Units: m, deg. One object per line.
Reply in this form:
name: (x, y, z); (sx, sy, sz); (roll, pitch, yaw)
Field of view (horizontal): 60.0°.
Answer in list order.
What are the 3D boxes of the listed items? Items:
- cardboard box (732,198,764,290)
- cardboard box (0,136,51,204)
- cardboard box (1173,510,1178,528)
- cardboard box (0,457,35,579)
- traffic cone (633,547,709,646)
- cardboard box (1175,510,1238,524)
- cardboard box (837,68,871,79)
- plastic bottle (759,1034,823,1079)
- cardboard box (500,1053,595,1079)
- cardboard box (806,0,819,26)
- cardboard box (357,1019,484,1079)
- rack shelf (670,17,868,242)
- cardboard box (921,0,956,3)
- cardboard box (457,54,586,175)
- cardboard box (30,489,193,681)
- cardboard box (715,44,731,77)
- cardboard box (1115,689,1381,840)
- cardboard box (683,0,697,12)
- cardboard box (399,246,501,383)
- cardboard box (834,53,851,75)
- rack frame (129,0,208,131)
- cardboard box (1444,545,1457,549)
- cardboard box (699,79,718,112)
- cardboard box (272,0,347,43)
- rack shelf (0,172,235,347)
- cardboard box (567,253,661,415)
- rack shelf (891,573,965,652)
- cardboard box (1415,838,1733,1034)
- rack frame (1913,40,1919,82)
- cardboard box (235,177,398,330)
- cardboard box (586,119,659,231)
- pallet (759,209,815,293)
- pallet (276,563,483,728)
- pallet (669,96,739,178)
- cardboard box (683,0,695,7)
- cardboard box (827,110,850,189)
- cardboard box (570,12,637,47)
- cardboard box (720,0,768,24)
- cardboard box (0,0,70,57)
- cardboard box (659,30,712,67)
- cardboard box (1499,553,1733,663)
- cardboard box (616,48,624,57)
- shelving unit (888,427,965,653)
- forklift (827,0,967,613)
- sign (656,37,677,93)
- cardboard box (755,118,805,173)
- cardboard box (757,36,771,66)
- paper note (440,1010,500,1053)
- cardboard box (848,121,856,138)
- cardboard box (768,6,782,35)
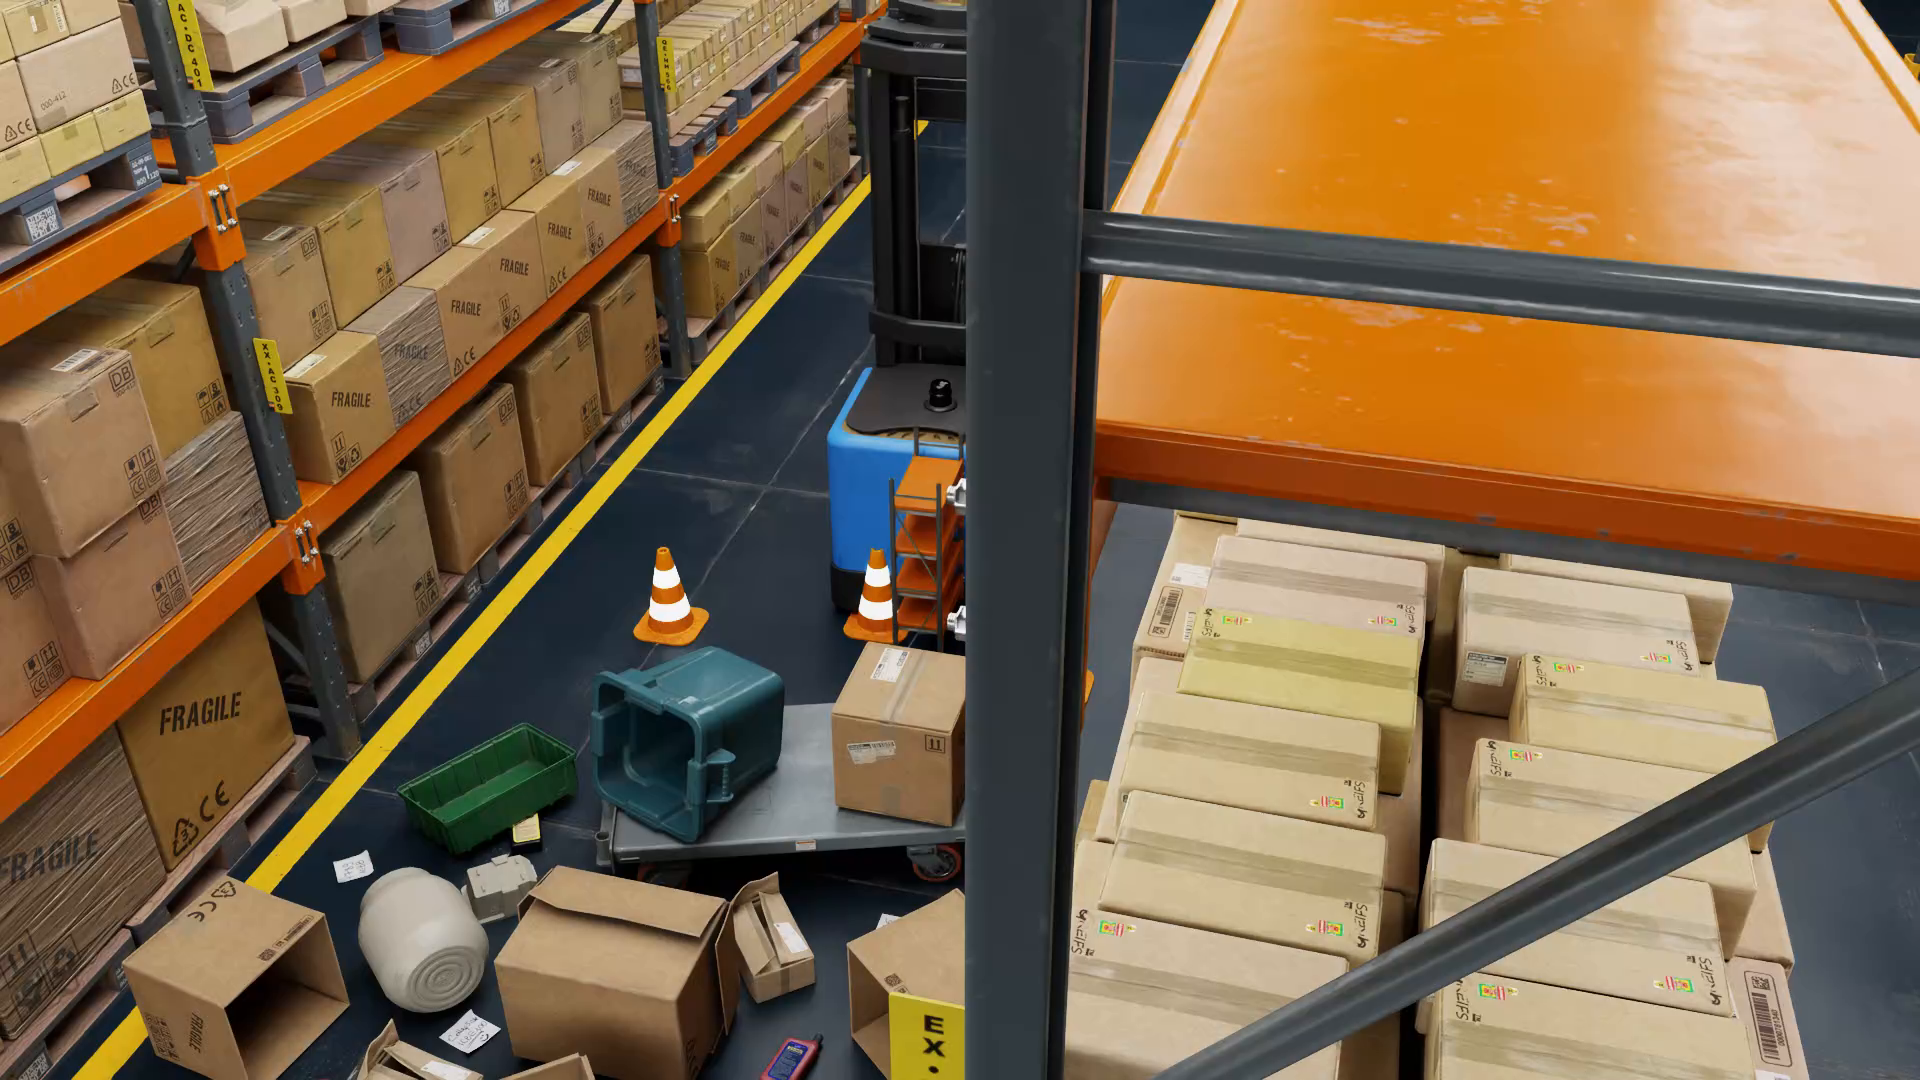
cardboard box: (-1.730, -2.124, 11.803); (0.500, 0.500, 0.500); (8, 33, 13)
cardboard box: (-3.207, -1.214, 5.387); (0.380, 0.149, 0.250); (9, 33, 13)
cardboard box: (0.754, -0.058, 3.682); (0.500, 0.250, 0.500); (8, 33, 13)
cardboard box: (-3.720, -0.102, 5.538); (0.875, 0.550, 0.550); (8, 33, 12)
traffic cone: (-1.495, 0.248, 8.498); (0.336, 0.463, 0.334); (8, 33, 12)
cardboard box: (0.660, -0.147, 3.451); (0.380, 0.149, 0.250); (9, 33, 14)
cardboard box: (-0.851, -3.994, 14.518); (0.380, 0.149, 0.250); (10, 34, 15)
plastic bottle: (-0.624, 1.944, 6.205); (0.133, 0.061, 0.283); (14, 35, 21)
cardboard box: (-1.500, 2.162, 5.449); (0.797, 0.503, 0.637); (-14, 35, -21)
cardboard box: (-1.305, -4.058, 12.750); (0.380, 0.149, 0.250); (8, 33, 12)
cardboard box: (-1.951, 1.964, 5.982); (0.396, 0.266, 0.258); (14, 35, 21)
rack shelf: (-1.773, -3.142, 12.137); (1.077, 0.370, 4.000); (8, 33, 12)
cardboard box: (-0.259, -5.353, 16.655); (0.380, 0.149, 0.250); (9, 33, 13)
cardboard box: (-2.531, -2.378, 9.239); (0.700, 0.500, 0.500); (8, 33, 12)
cardboard box: (-3.496, 0.086, 6.249); (0.875, 0.550, 0.550); (8, 33, 12)
cardboard box: (-1.769, -3.239, 11.184); (0.380, 0.149, 0.250); (8, 33, 13)
cardboard box: (0.453, 0.389, 2.606); (0.380, 0.149, 0.250); (8, 33, 12)
cardboard box: (-2.139, -3.857, 12.157); (0.380, 0.149, 0.250); (7, 33, 12)
cardboard box: (-2.645, -1.132, 8.211); (0.500, 0.500, 0.500); (8, 33, 12)
cardboard box: (-1.203, -4.321, 15.032); (0.380, 0.149, 0.250); (9, 34, 14)
rack frame: (-3.296, -2.864, 5.437); (1.000, 3.000, 0.127); (8, 33, 12)
cardboard box: (1.281, 0.018, 3.563); (0.500, 0.250, 0.500); (9, 33, 13)
cardboard box: (-1.836, -2.963, 11.028); (0.380, 0.149, 0.250); (10, 34, 15)
cardboard box: (-2.793, -2.216, 6.963); (0.250, 0.149, 0.380); (8, 33, 12)
rack shelf: (-3.803, -0.257, 4.802); (1.077, 0.370, 4.000); (8, 33, 12)
cardboard box: (-2.522, -1.332, 10.325); (1.050, 0.750, 0.750); (8, 33, 12)
rack shelf: (-0.153, 0.339, 8.164); (0.258, 0.148, 0.480); (7, 33, 10)
cardboard box: (0.839, 0.579, 2.308); (0.380, 0.149, 0.250); (8, 33, 12)
rack frame: (9.365, -5.264, 14.804); (1.000, 3.000, 0.127); (8, 33, 12)
cardboard box: (-3.047, -1.322, 7.578); (0.700, 0.500, 0.500); (7, 33, 12)
cardboard box: (-2.135, -2.180, 9.860); (0.500, 0.500, 0.500); (8, 33, 12)
pallet: (-1.769, -2.268, 12.690); (1.003, 0.211, 1.213); (8, 33, 12)
pallet: (-3.173, 0.434, 8.441); (1.003, 0.211, 1.213); (8, 33, 12)
pallet: (-2.203, -2.711, 10.968); (1.213, 0.211, 1.003); (8, 33, 12)
cardboard box: (-2.138, -3.993, 12.093); (0.380, 0.149, 0.250); (9, 34, 14)
cardboard box: (-1.210, -3.188, 13.477); (0.500, 0.500, 0.500); (7, 33, 11)
cardboard box: (-2.403, -3.452, 11.242); (0.380, 0.149, 0.250); (9, 34, 14)
cardboard box: (-1.577, -3.755, 11.718); (0.380, 0.149, 0.250); (8, 33, 12)
cardboard box: (-3.145, -1.684, 5.383); (0.380, 0.149, 0.250); (8, 33, 12)
cardboard box: (-1.844, -3.210, 10.862); (0.380, 0.149, 0.250); (8, 33, 12)
cardboard box: (1.213, 0.071, 3.106); (0.380, 0.149, 0.250); (9, 34, 14)
cardboard box: (-2.465, -3.199, 11.121); (0.380, 0.149, 0.250); (9, 33, 14)
shelving unit: (-0.153, 0.114, 8.022); (0.258, 1.200, 0.503); (7, 33, 10)
forklift: (0.125, -1.568, 9.054); (1.130, 2.935, 3.031); (6, 33, 10)
sign: (-1.743, -2.823, 9.885); (0.100, 0.325, 0.005); (8, 33, 12)
cardboard box: (-1.474, -2.960, 12.420); (0.500, 0.250, 0.500); (7, 33, 10)
cardboard box: (-1.570, -3.507, 11.883); (0.380, 0.149, 0.250); (7, 33, 11)
paper note: (-1.870, 1.878, 6.345); (0.172, 0.023, 0.155); (20, 38, 29)
cardboard box: (-0.862, -3.603, 14.457); (0.380, 0.149, 0.250); (7, 33, 10)
cardboard box: (-1.507, -3.762, 12.008); (0.380, 0.149, 0.250); (8, 33, 13)
